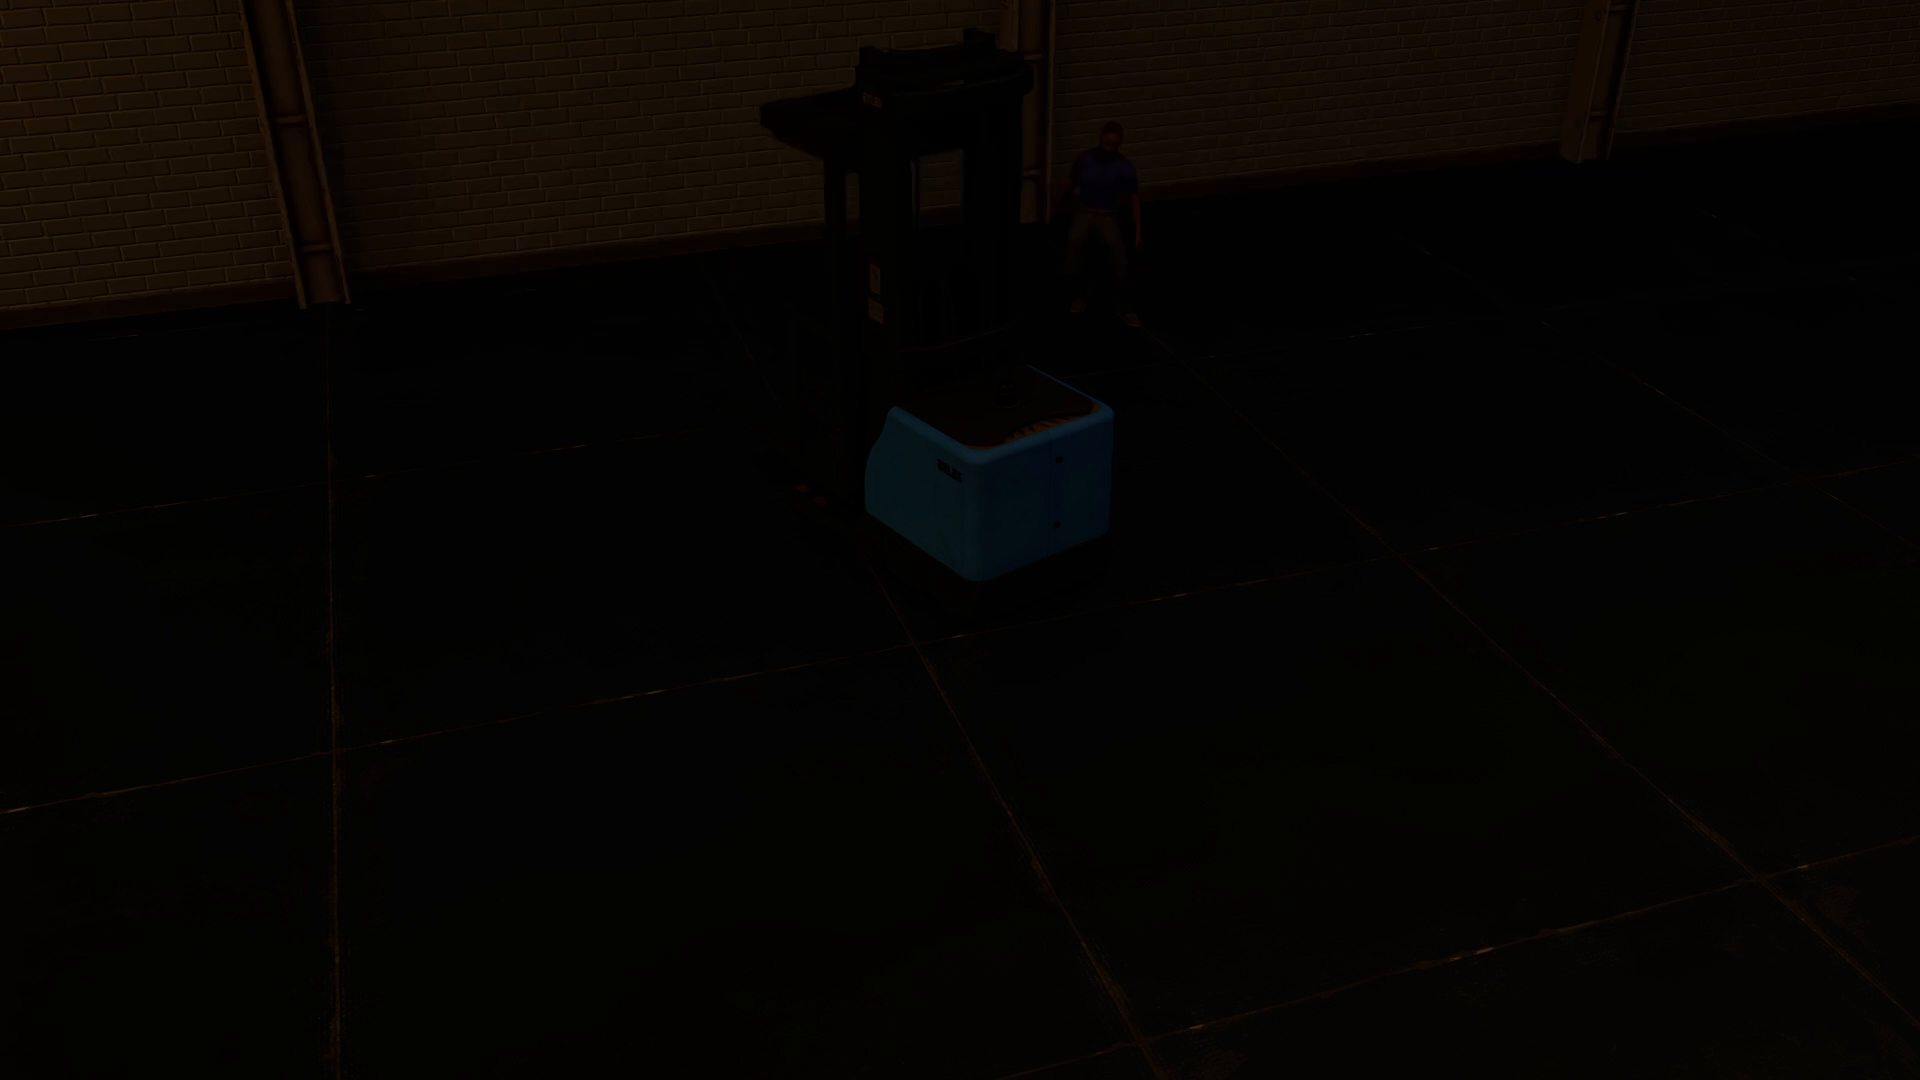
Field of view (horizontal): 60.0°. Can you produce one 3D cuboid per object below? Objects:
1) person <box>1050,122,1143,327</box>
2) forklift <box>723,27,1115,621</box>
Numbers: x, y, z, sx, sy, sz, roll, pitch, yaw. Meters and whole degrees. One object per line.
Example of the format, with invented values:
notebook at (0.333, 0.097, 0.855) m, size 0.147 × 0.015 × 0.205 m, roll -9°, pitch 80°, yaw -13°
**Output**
person at (1.059, -2.446, 12.706) m, size 0.814 × 1.582 × 0.461 m, roll 13°, pitch 33°, yaw 22°
forklift at (-0.420, -1.504, 9.701) m, size 1.130 × 2.935 × 3.031 m, roll -21°, pitch 36°, yaw -32°
